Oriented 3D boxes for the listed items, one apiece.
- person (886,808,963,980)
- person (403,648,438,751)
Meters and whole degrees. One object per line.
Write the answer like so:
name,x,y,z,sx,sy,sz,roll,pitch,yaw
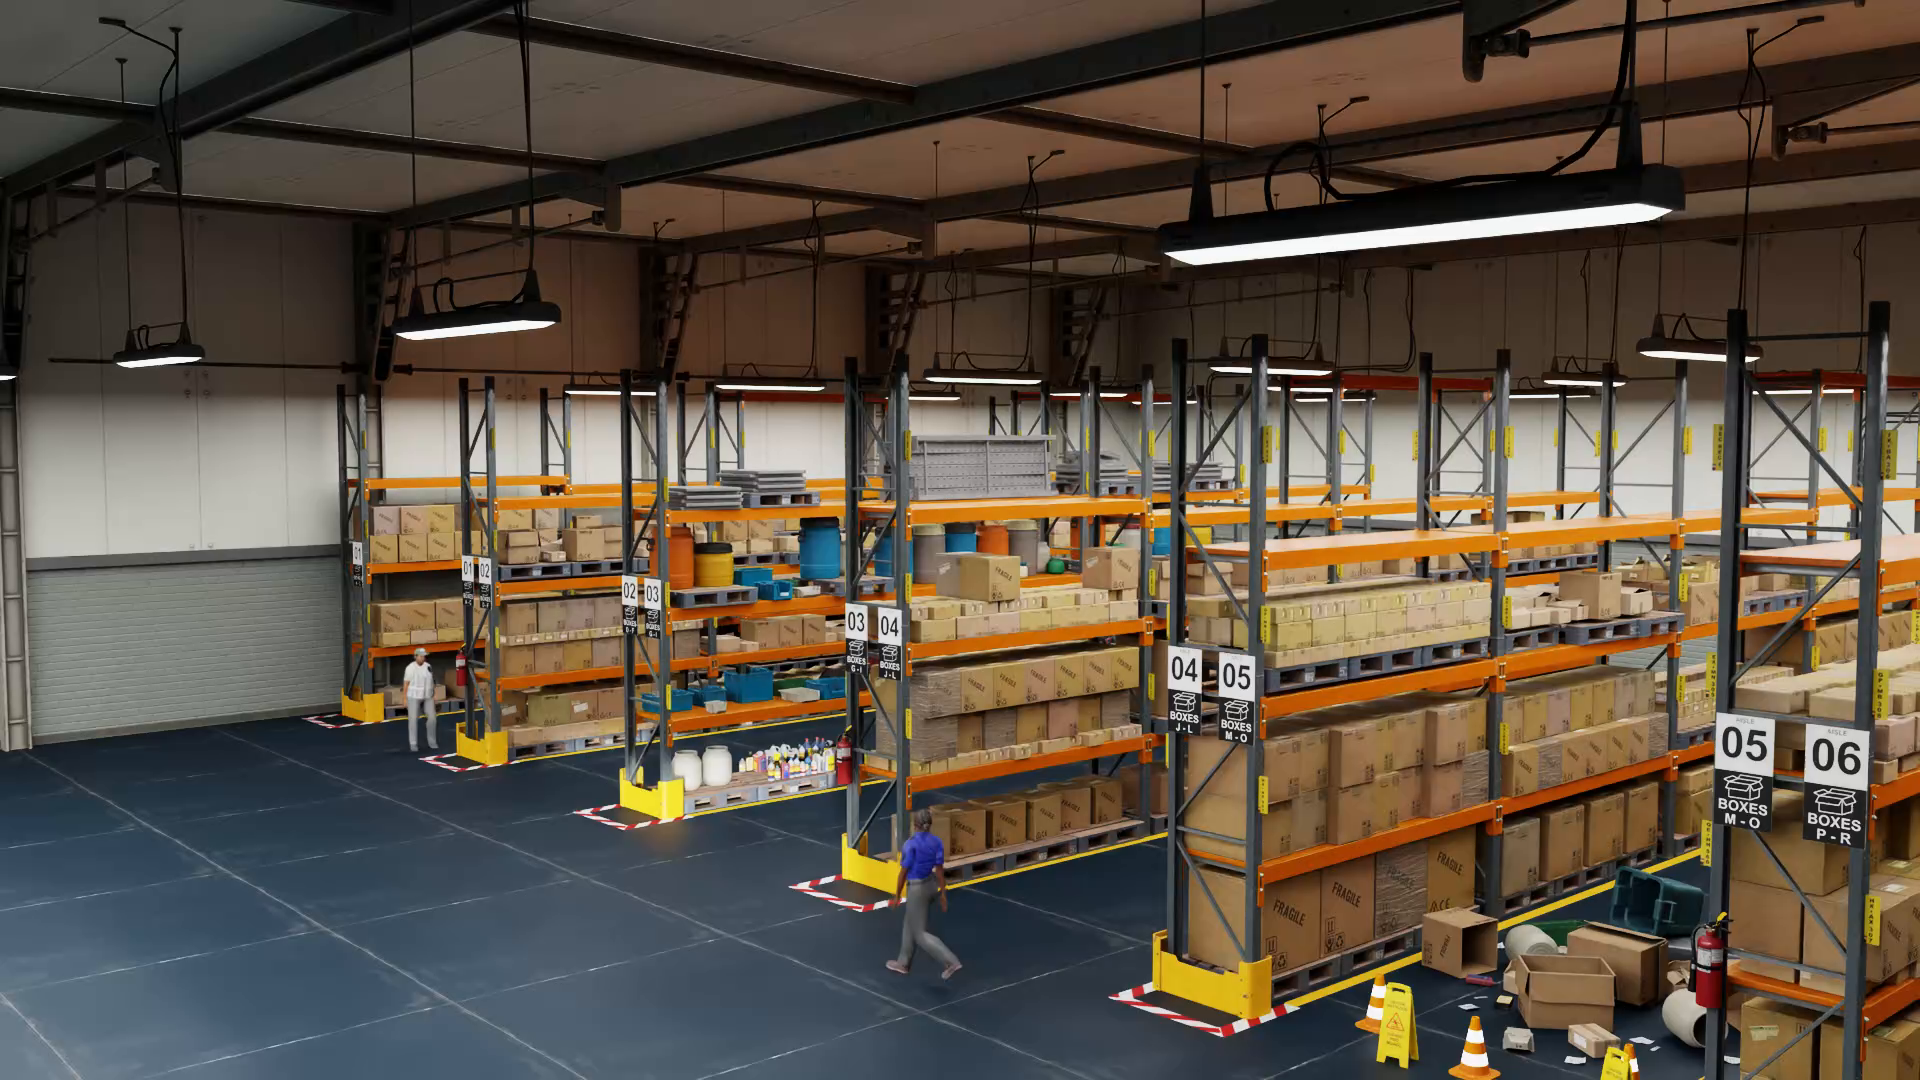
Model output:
person,-0.369,3.324,15.611,0.891,1.622,0.421,2,4,25
person,-8.765,2.598,26.977,0.403,1.719,0.571,4,5,45
